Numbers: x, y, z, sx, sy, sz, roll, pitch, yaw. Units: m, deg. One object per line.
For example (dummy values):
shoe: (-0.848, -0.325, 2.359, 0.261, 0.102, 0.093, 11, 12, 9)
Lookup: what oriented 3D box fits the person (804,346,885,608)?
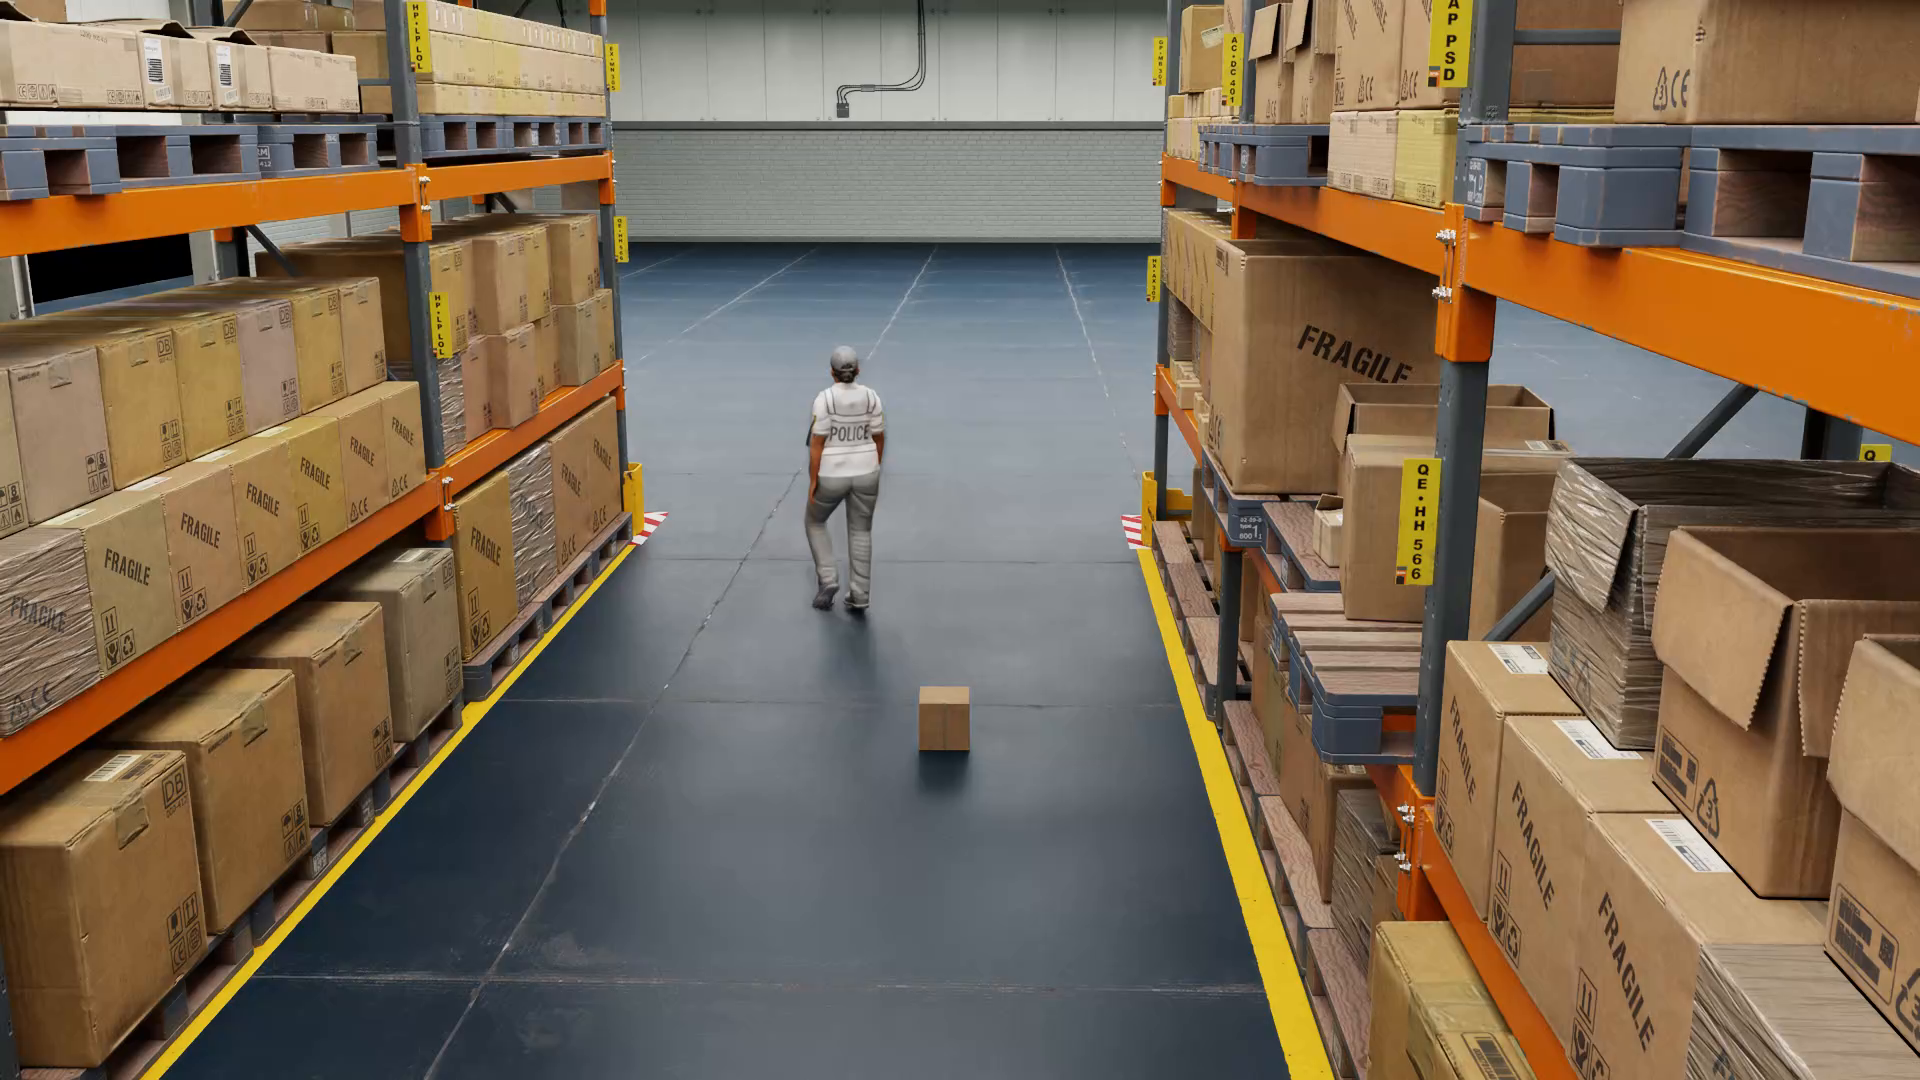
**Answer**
person: (-0.731, -0.369, 10.501, 0.512, 1.723, 0.492, -5, 15, -19)
